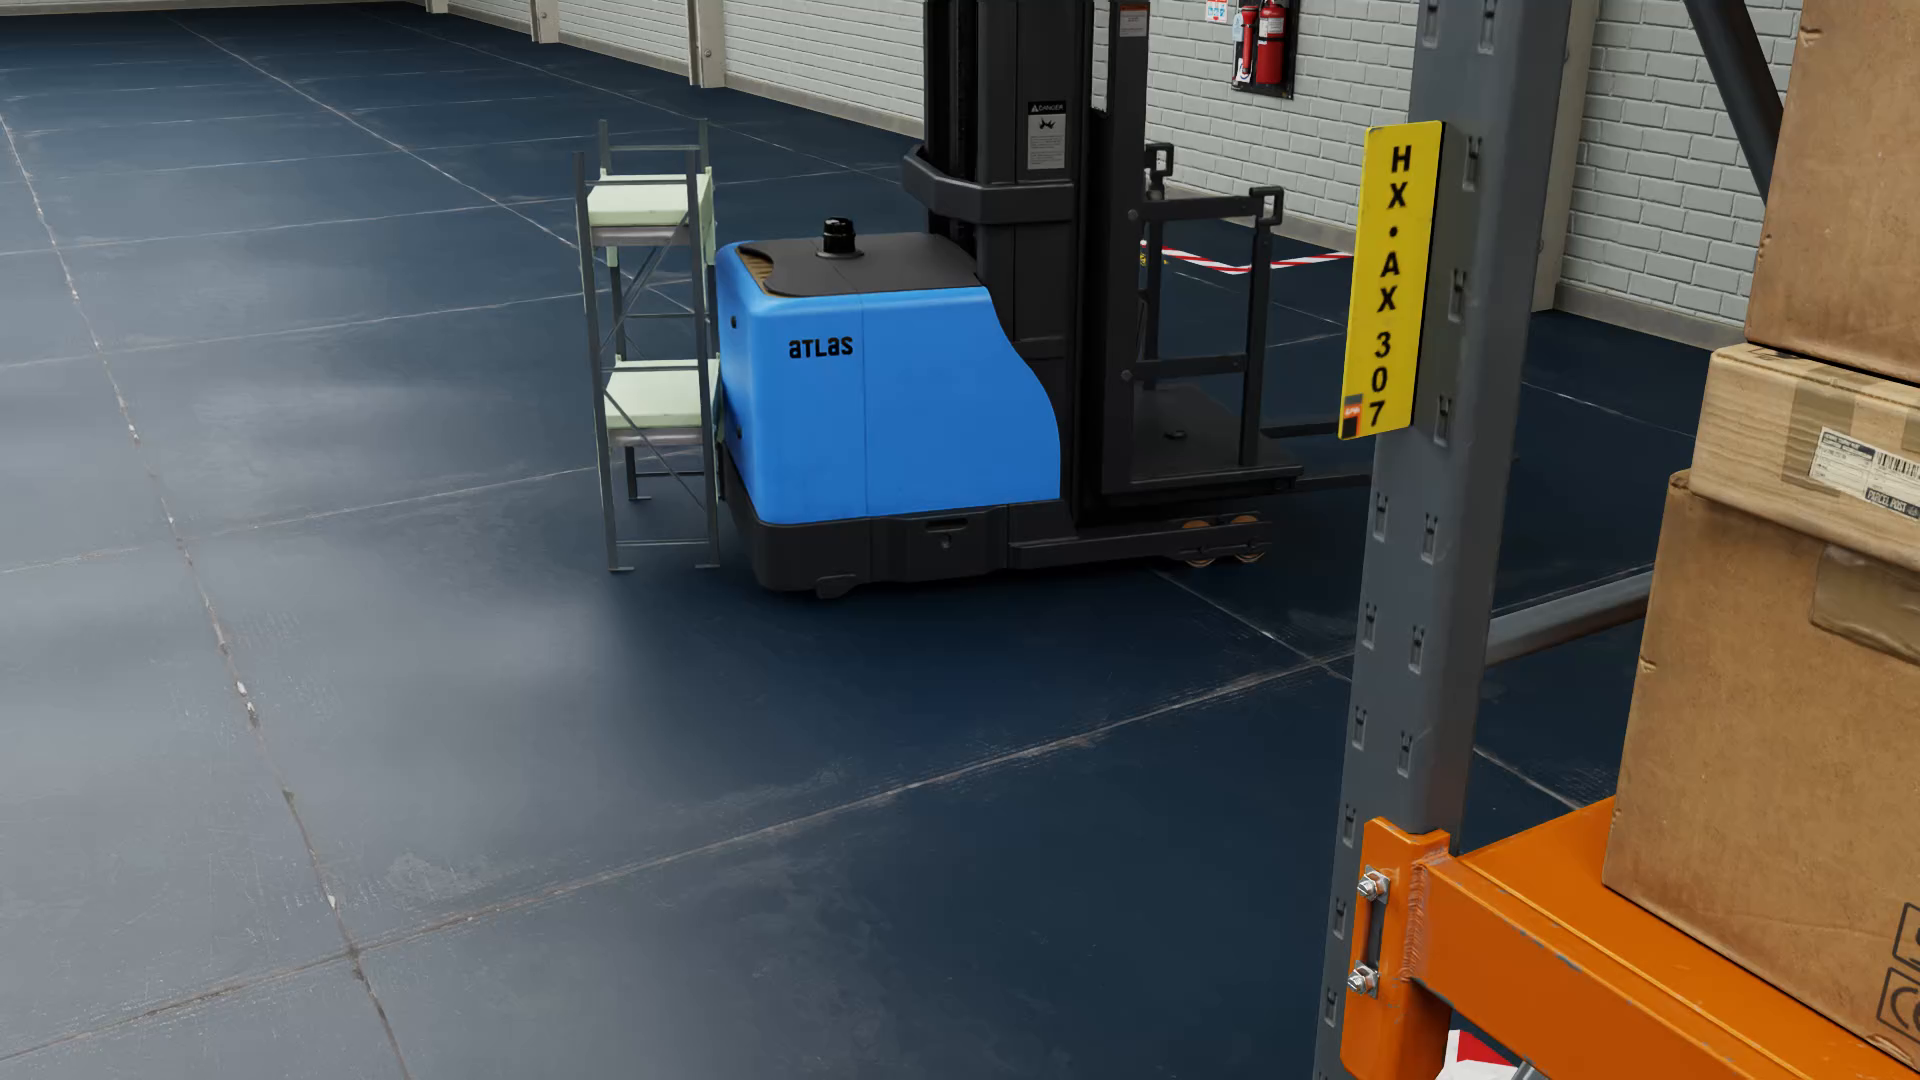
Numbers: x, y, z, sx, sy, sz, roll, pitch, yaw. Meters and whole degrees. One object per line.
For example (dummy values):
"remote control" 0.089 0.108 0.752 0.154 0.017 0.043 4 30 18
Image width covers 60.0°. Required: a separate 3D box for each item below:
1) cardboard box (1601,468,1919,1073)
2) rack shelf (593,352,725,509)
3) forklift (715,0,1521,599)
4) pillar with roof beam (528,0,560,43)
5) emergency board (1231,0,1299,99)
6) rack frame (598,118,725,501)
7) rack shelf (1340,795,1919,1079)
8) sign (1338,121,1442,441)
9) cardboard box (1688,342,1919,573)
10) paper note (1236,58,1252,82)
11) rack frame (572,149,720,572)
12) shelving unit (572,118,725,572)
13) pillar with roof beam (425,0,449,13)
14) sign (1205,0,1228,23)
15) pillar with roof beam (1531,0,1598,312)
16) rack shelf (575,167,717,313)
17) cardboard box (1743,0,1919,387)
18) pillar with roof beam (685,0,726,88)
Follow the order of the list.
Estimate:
"cardboard box" 1.153 0.174 1.766 0.700 0.500 0.500 -13 25 -28
"rack shelf" -1.106 -0.425 6.230 0.431 0.370 0.720 -2 22 -4
"forklift" 0.654 -1.445 5.975 3.031 2.935 1.130 -6 23 -14
"pillar with roof beam" -9.677 -10.547 20.309 9.100 9.000 0.400 -13 25 -28
"emergency board" 1.989 -3.576 11.126 0.194 1.169 0.643 -13 25 -28
"rack frame" -1.138 -0.864 6.445 0.400 1.500 0.023 -2 22 -4
"rack shelf" 1.947 1.048 0.705 1.077 0.370 4.000 -13 25 -28
"sign" 0.445 -0.266 1.727 0.100 0.325 0.005 -13 25 -28
"cardboard box" 0.941 -0.111 1.607 0.380 0.149 0.250 -13 25 -29
"paper note" 1.958 -3.239 11.466 0.016 0.148 0.142 -13 25 -28
"rack frame" -1.075 -0.589 5.769 0.400 1.500 0.023 -2 22 -4
"shelving unit" -1.106 -0.727 6.107 0.431 1.500 0.755 -2 22 -4
"pillar with roof beam" -12.742 -12.489 25.087 9.100 9.000 0.400 -13 25 -28
"sign" 1.795 -3.792 11.609 0.001 0.329 0.234 -13 25 -28
"pillar with roof beam" -0.482 -4.720 5.973 9.100 9.000 0.400 -13 25 -28
"rack shelf" -1.107 -1.088 5.960 0.431 0.370 0.720 -2 22 -4
"cardboard box" 1.180 -0.409 1.480 0.700 0.500 0.500 -13 25 -28
"pillar with roof beam" -6.612 -8.605 15.530 9.100 9.000 0.400 -13 25 -28
